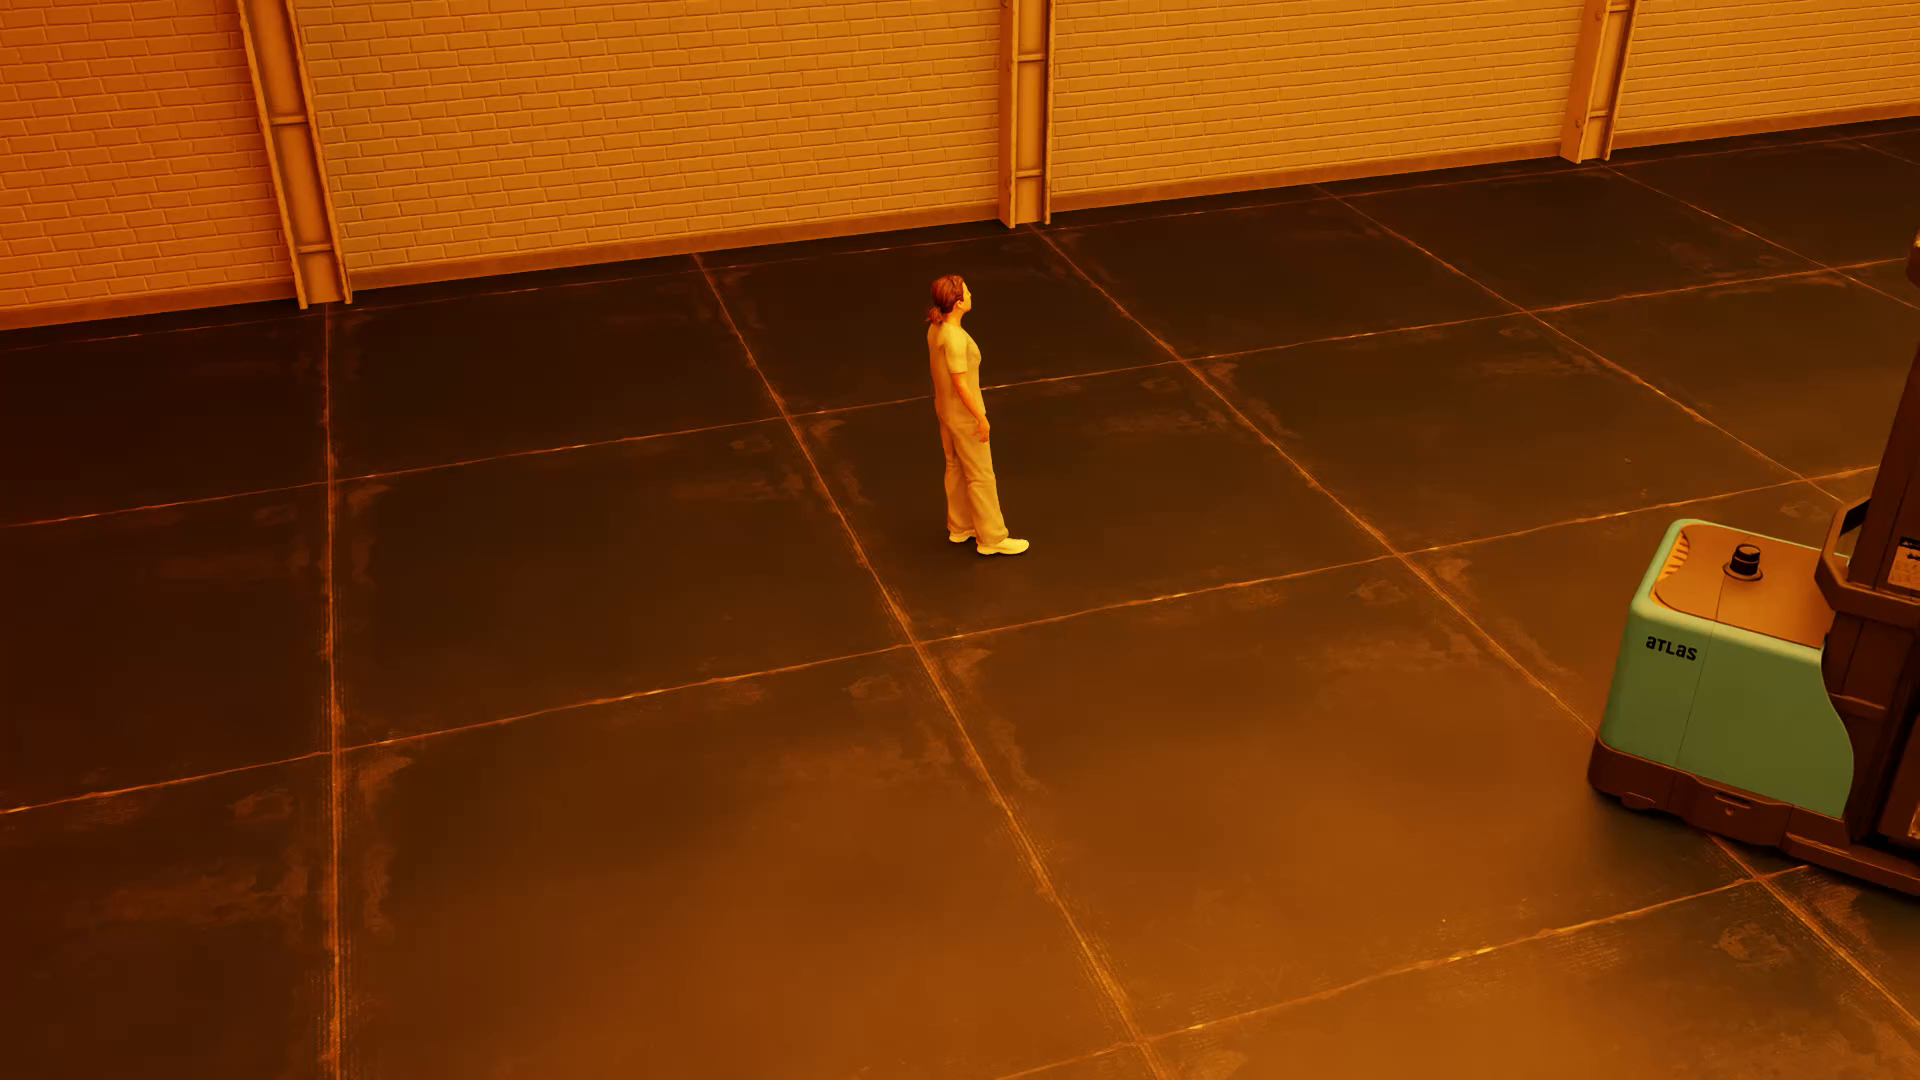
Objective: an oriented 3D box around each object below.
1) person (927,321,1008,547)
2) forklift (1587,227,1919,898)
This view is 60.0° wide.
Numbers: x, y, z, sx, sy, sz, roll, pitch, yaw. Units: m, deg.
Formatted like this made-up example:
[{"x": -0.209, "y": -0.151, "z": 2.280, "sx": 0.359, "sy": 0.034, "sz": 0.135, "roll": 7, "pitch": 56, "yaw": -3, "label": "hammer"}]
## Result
[{"x": 0.030, "y": -0.654, "z": 9.651, "sx": 0.395, "sy": 1.362, "sz": 0.517, "roll": -10, "pitch": 31, "yaw": -16, "label": "person"}, {"x": 4.507, "y": 0.124, "z": 6.871, "sx": 3.031, "sy": 2.935, "sz": 1.130, "roll": 17, "pitch": 34, "yaw": 27, "label": "forklift"}]
